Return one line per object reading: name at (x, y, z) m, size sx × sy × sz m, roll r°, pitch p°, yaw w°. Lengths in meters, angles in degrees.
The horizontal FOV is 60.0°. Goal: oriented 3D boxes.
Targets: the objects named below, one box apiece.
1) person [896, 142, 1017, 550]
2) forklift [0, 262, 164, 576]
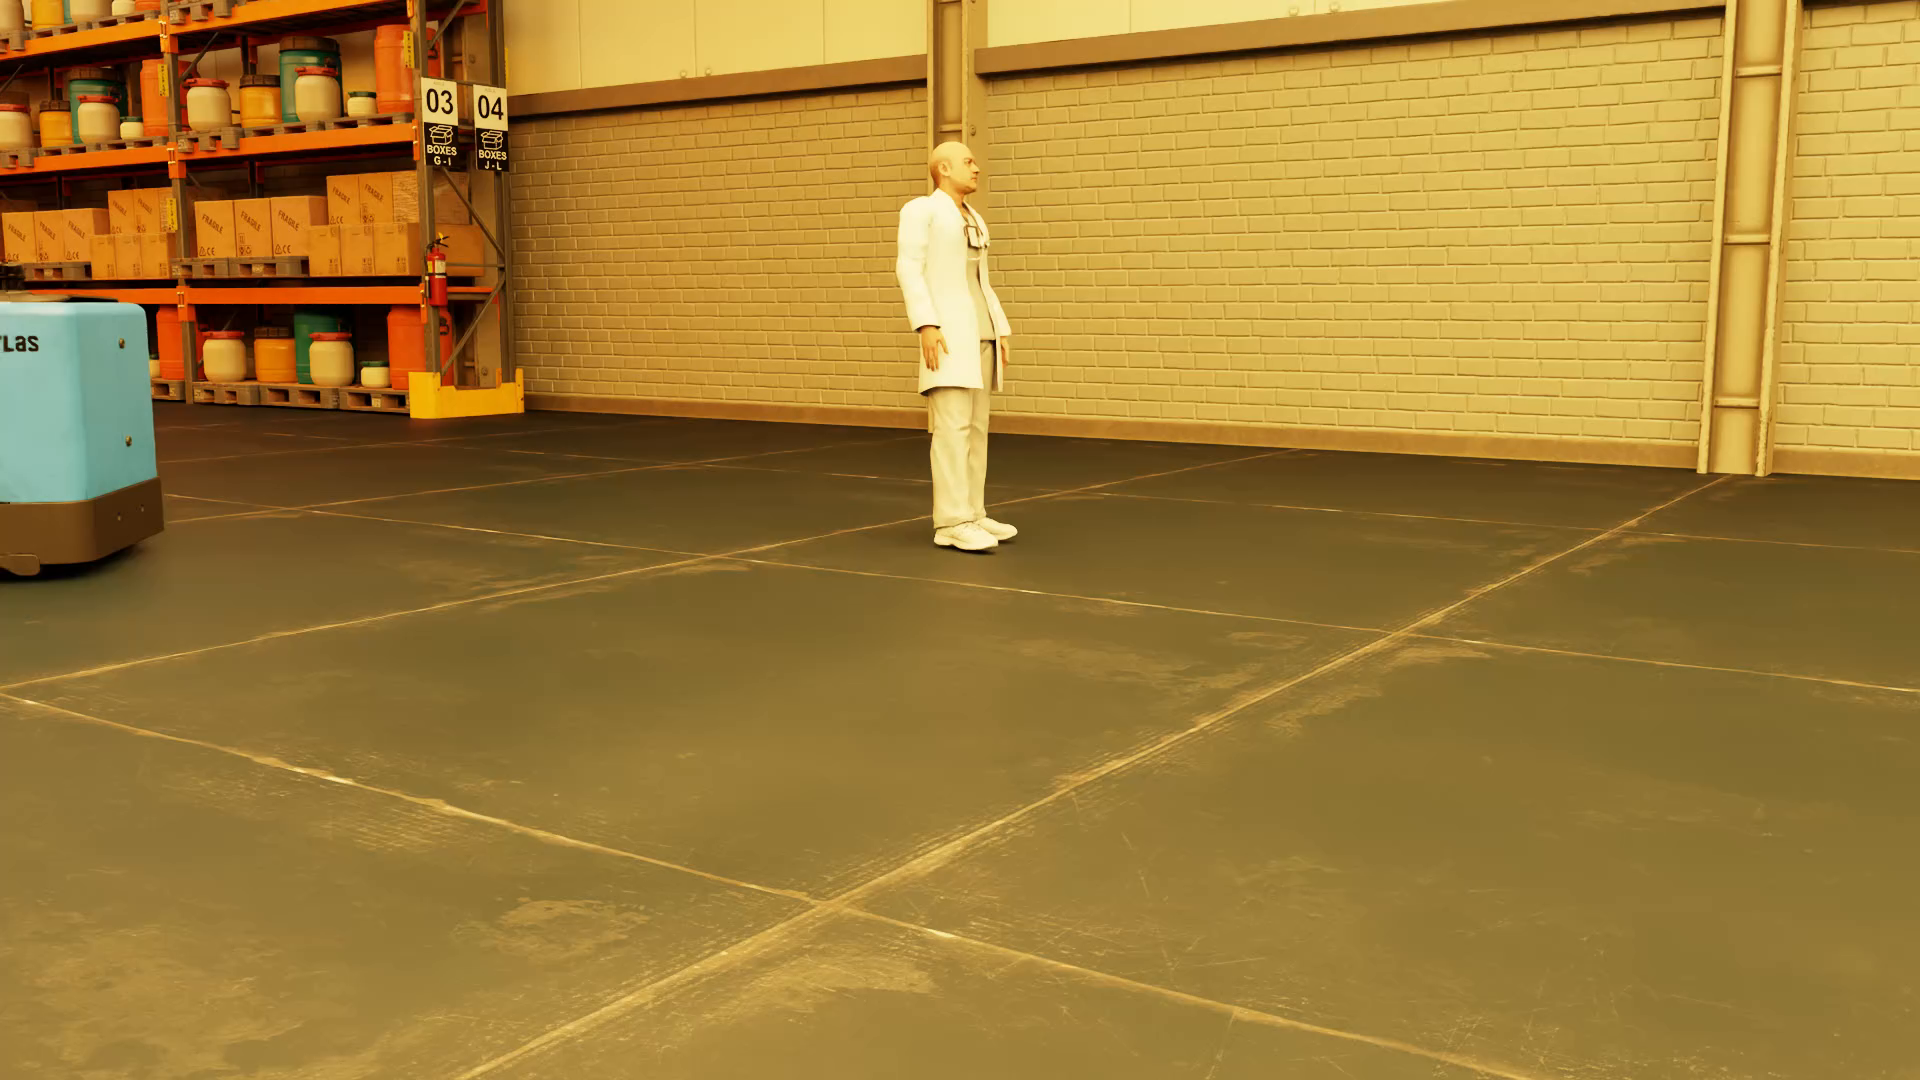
person at (0.074, -0.879, 7.424) m, size 0.578 × 1.777 × 0.696 m, roll 5°, pitch 10°, yaw 34°
forklift at (-4.957, -1.326, 6.520) m, size 3.031 × 2.935 × 1.130 m, roll -1°, pitch 8°, yaw -9°
